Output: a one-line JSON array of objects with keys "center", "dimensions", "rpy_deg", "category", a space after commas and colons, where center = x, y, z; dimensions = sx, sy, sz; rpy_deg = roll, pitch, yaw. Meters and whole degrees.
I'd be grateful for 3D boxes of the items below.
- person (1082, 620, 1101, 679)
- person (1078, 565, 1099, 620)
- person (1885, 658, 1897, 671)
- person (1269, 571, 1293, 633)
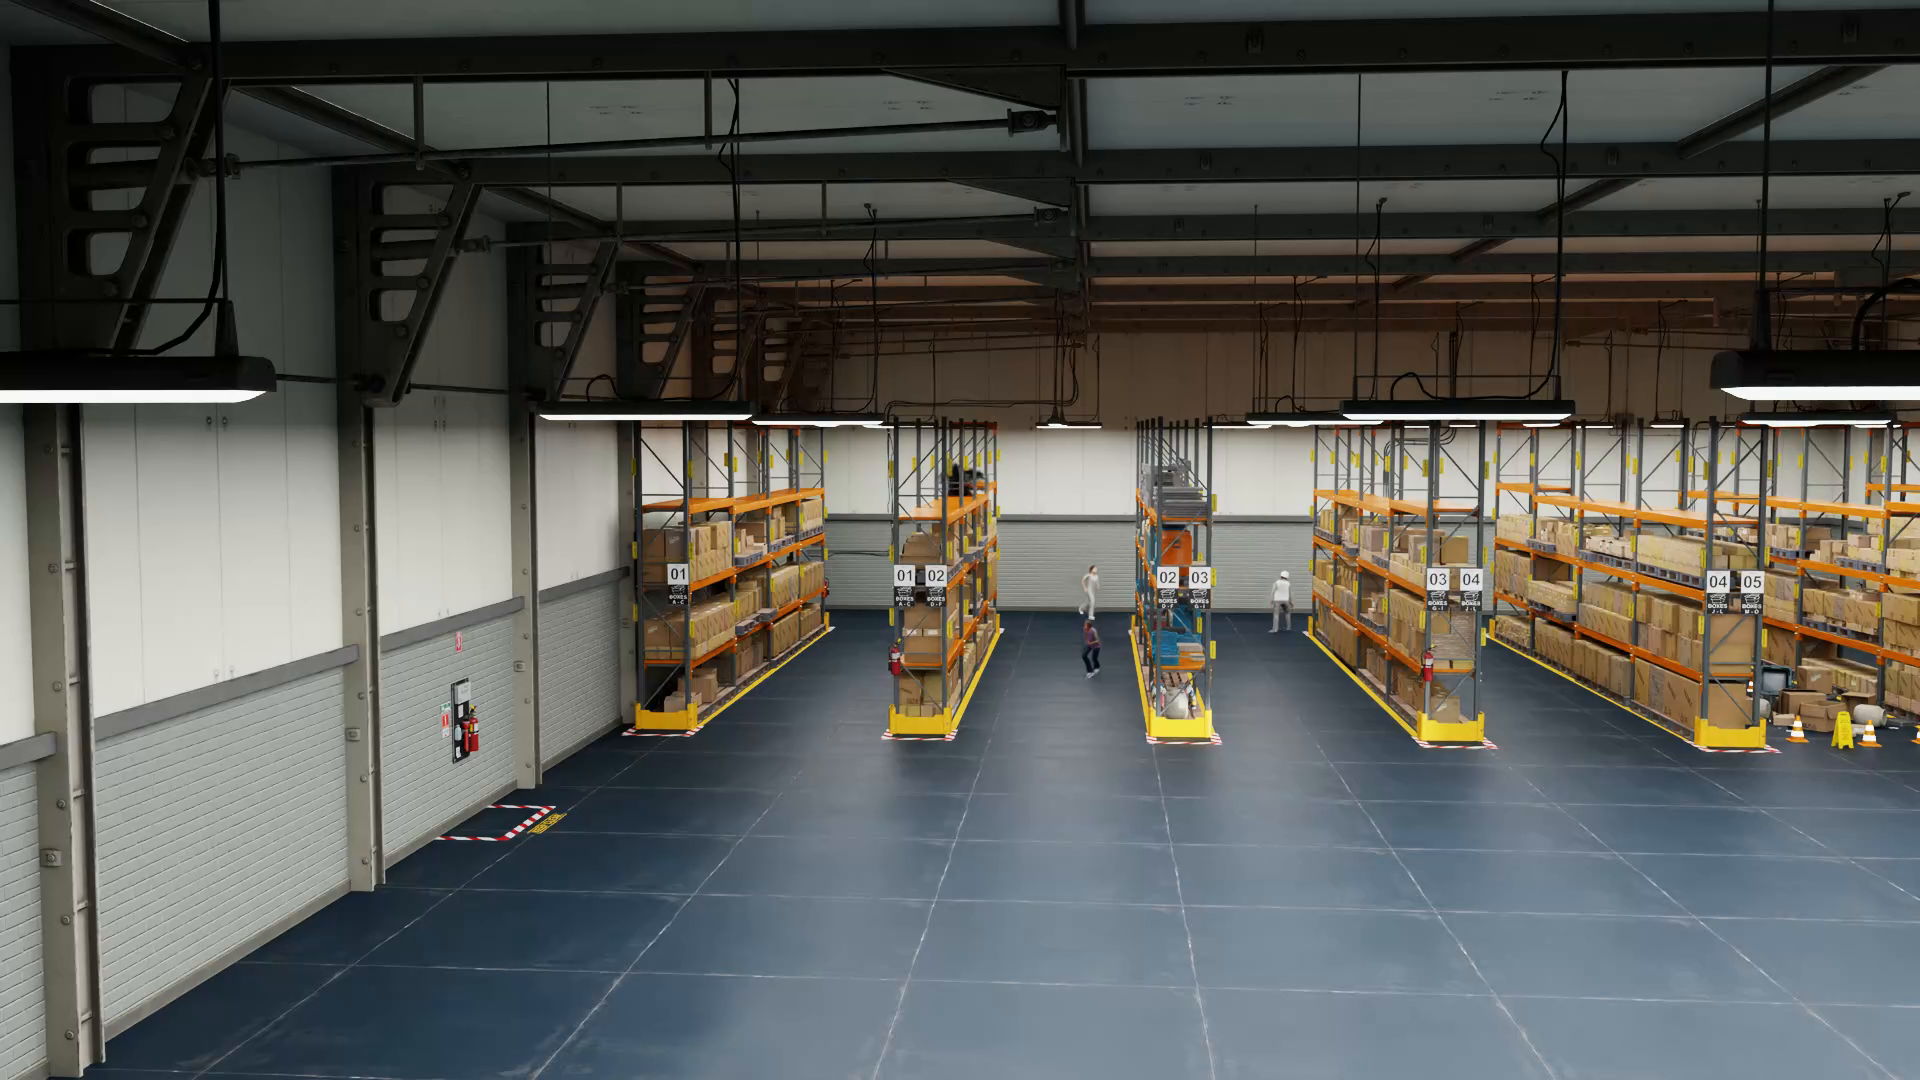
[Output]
[{"center": [3.107, 2.519, 38.711], "dimensions": [0.524, 1.377, 1.049], "rpy_deg": [2, 4, 28], "category": "person"}, {"center": [3.993, 1.607, 50.899], "dimensions": [0.605, 1.587, 0.852], "rpy_deg": [-3, 5, -41], "category": "person"}, {"center": [21.386, 2.450, 38.017], "dimensions": [0.516, 1.623, 0.629], "rpy_deg": [0, 4, 6], "category": "person"}, {"center": [9.156, 1.760, 47.432], "dimensions": [0.724, 1.751, 0.627], "rpy_deg": [0, 4, 0], "category": "person"}]
